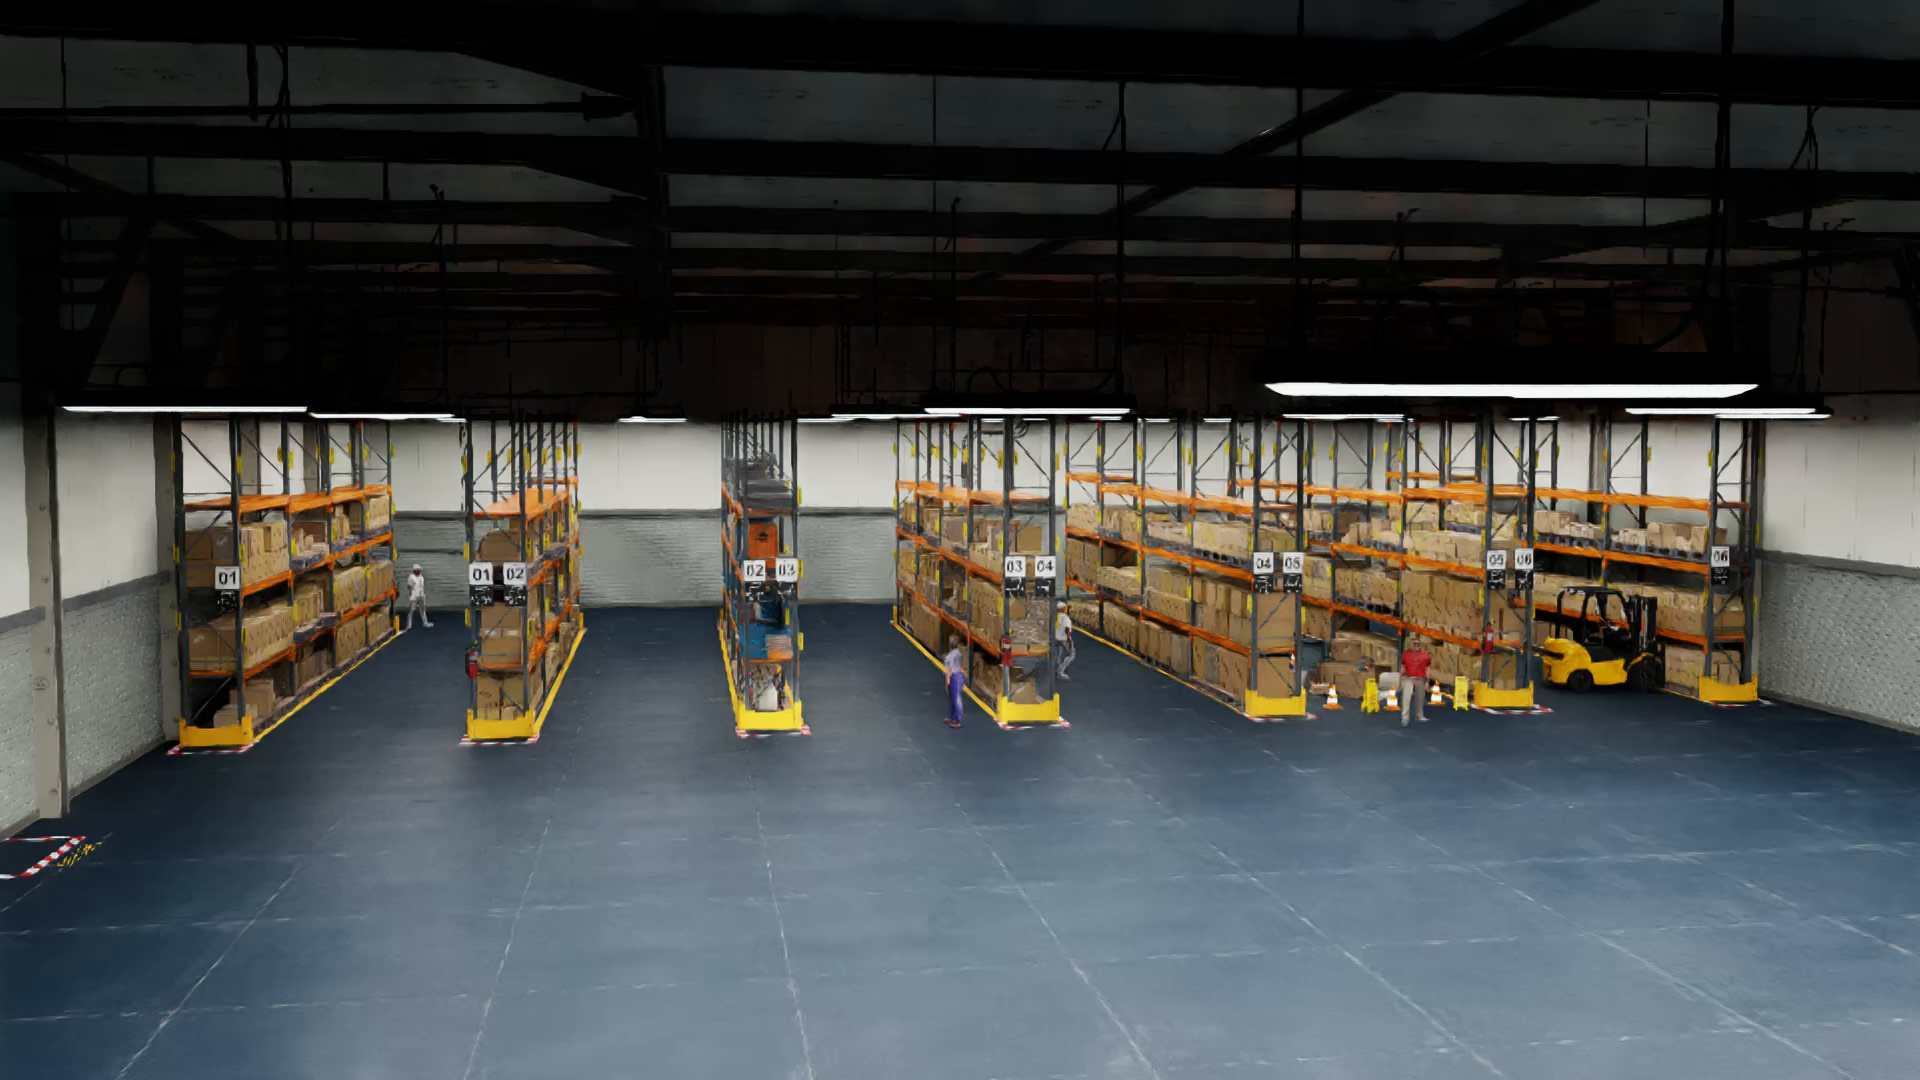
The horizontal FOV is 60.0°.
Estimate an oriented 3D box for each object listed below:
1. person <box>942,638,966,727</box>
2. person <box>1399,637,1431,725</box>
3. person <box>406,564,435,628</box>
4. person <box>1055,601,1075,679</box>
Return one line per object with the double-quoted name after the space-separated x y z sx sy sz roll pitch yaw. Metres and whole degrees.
-0.137 2.687 31.592 0.554 1.643 0.598 2 4 22 "person"
8.656 2.677 31.644 0.586 1.677 0.969 1 4 14 "person"
-15.220 1.564 46.698 0.541 1.779 0.731 2 4 27 "person"
2.296 2.239 37.276 0.457 1.762 0.606 -3 5 -36 "person"
